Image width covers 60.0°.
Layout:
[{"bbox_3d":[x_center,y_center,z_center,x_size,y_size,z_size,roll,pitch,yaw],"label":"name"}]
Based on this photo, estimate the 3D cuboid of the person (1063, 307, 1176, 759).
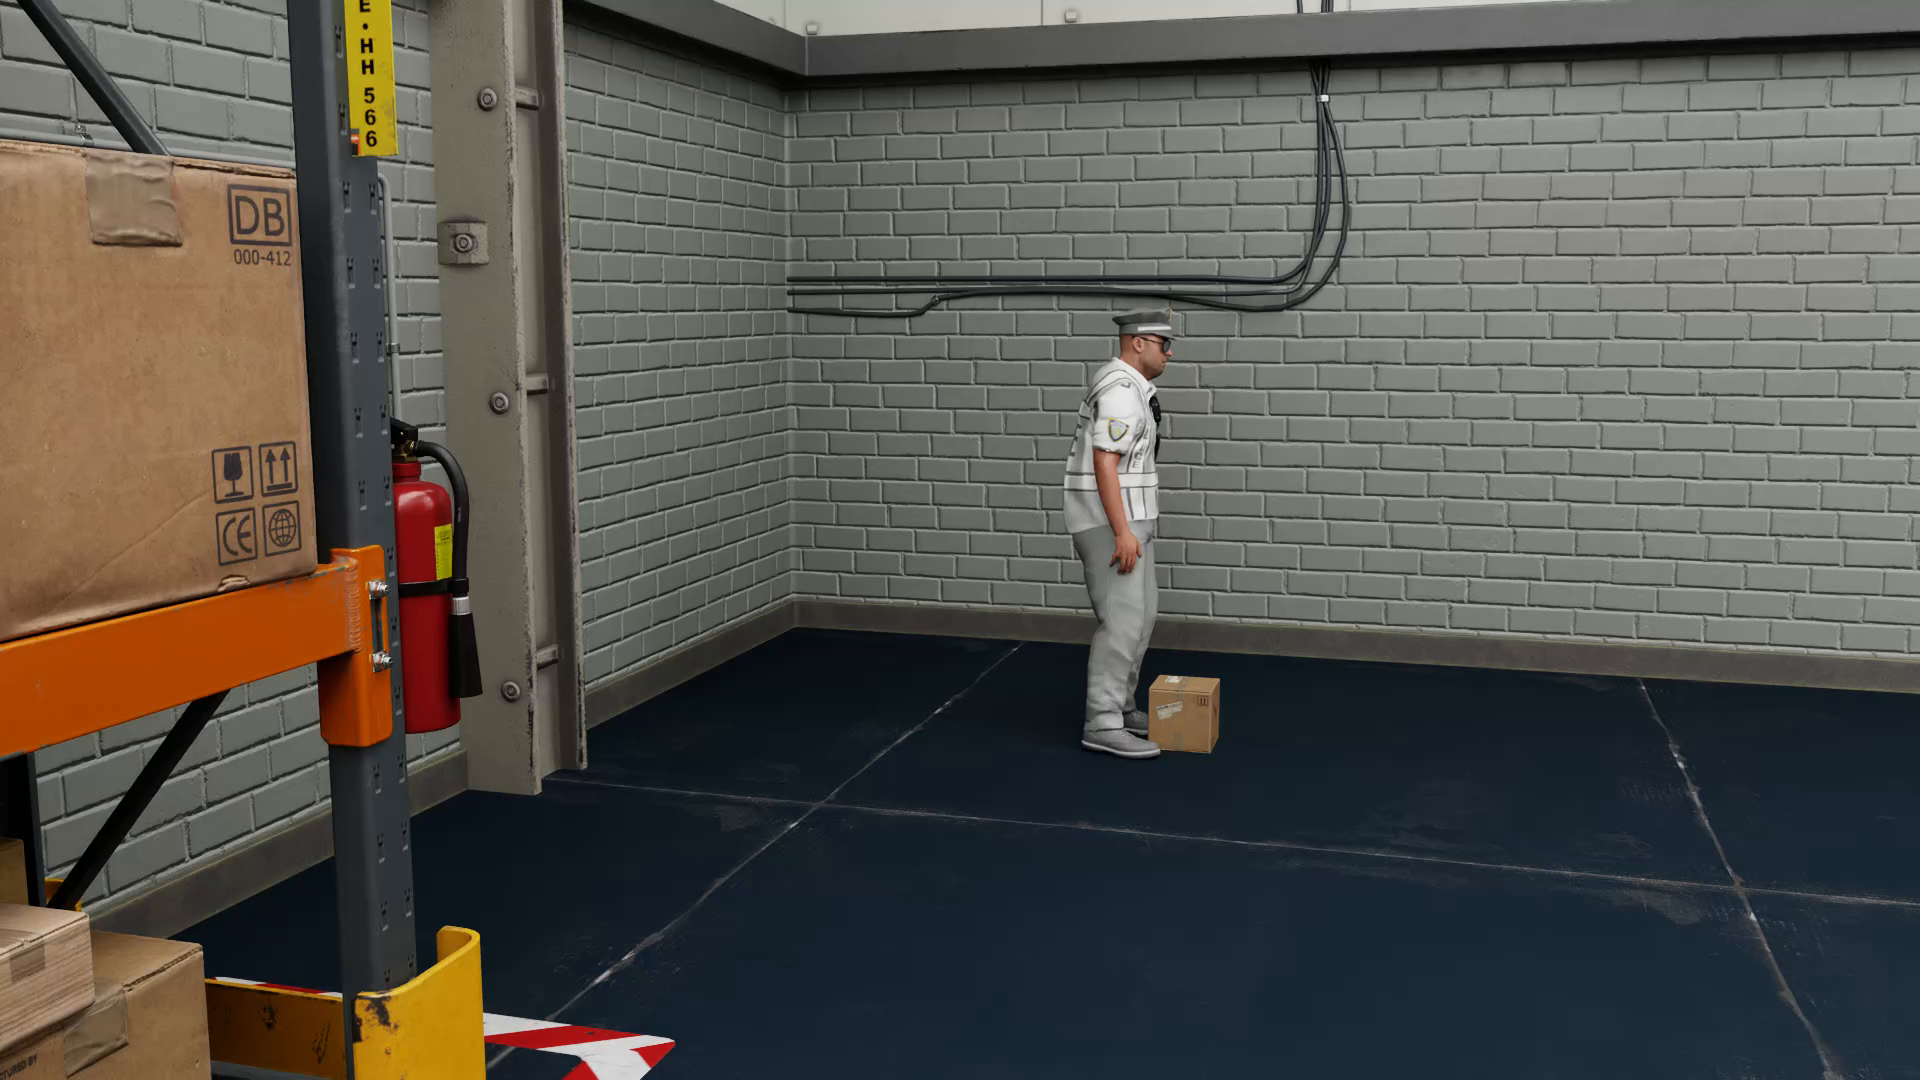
[{"bbox_3d":[0.641,-0.054,6.672,0.442,1.748,0.606,2,8,13],"label":"person"}]
